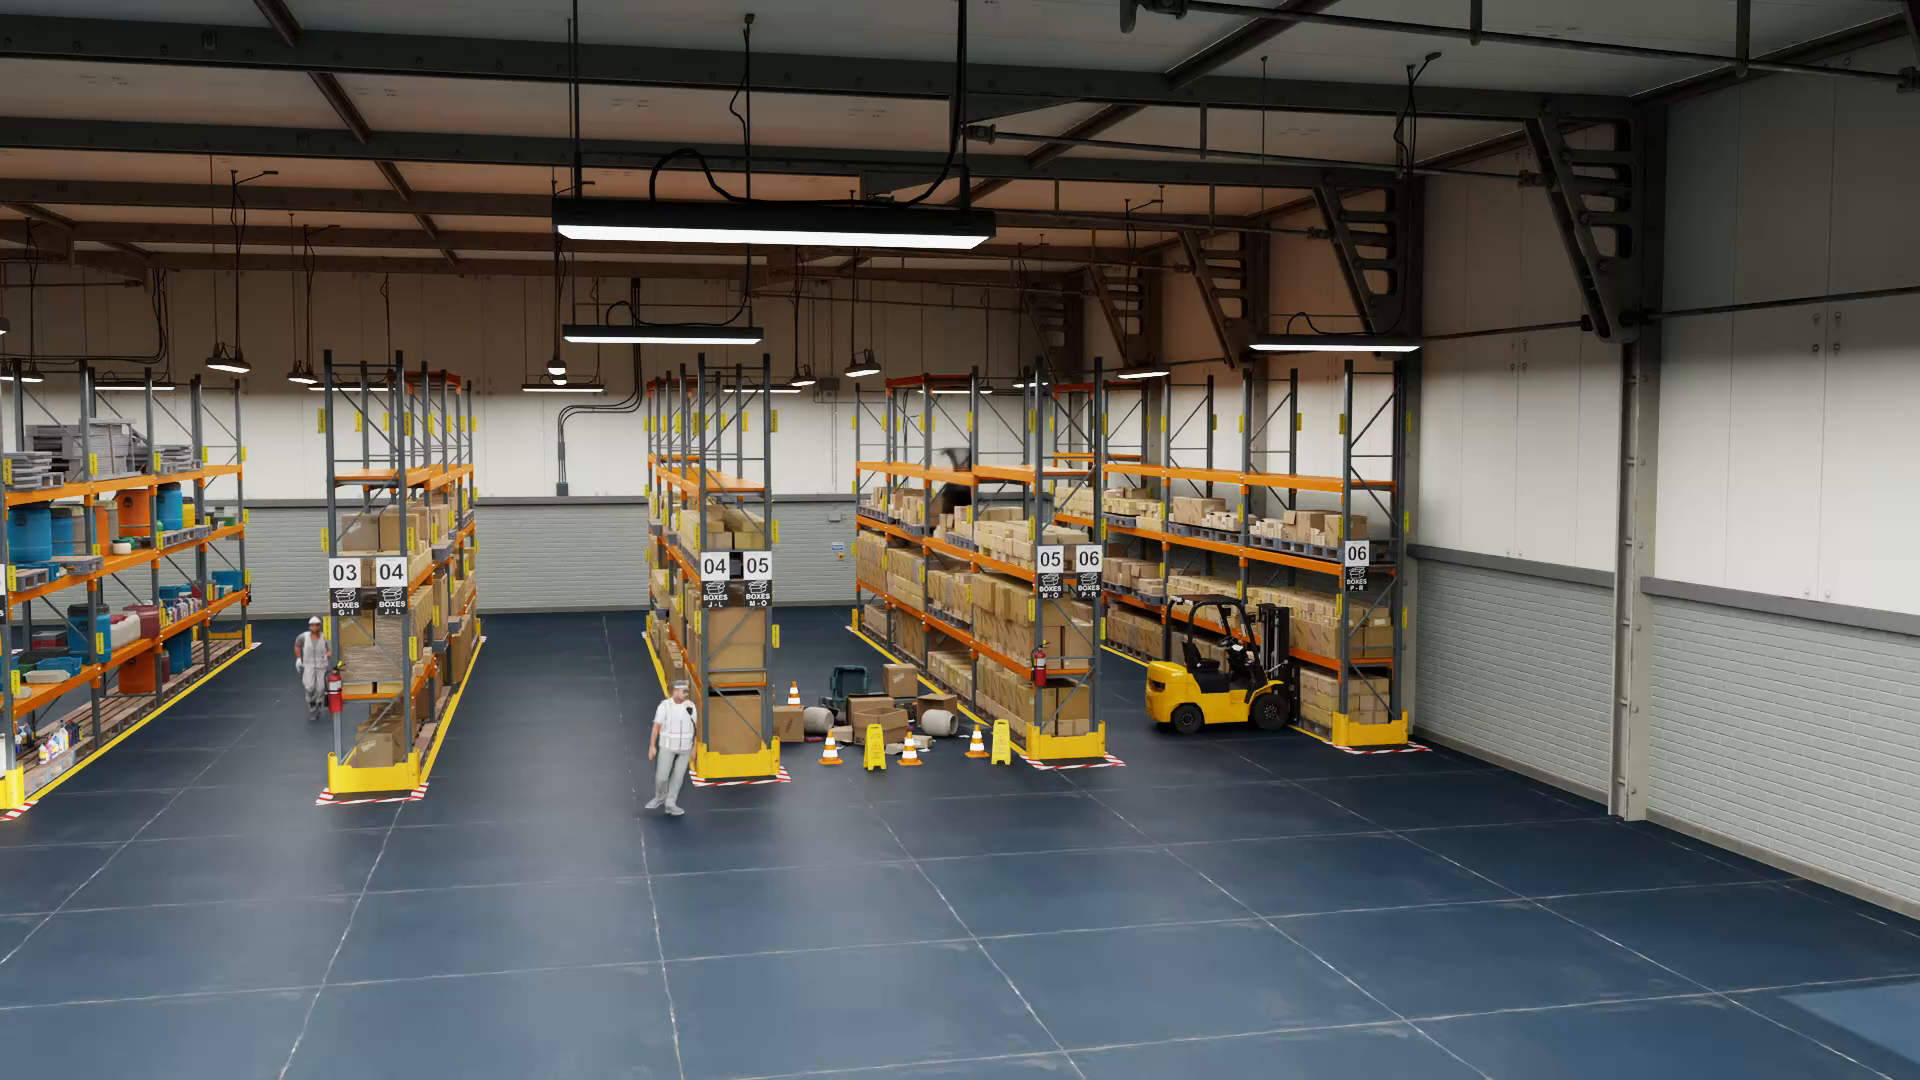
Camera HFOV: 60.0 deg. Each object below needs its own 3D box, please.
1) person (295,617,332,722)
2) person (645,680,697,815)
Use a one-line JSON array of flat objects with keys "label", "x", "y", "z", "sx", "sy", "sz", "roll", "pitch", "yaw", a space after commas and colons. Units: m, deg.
[{"label": "person", "x": -10.896, "y": 2.176, "z": 28.086, "sx": 0.607, "sy": 1.784, "sz": 0.819, "roll": -2, "pitch": 4, "yaw": -23}, {"label": "person", "x": -3.689, "y": 2.648, "z": 21.264, "sx": 0.662, "sy": 1.735, "sz": 0.501, "roll": -2, "pitch": 4, "yaw": -28}]
